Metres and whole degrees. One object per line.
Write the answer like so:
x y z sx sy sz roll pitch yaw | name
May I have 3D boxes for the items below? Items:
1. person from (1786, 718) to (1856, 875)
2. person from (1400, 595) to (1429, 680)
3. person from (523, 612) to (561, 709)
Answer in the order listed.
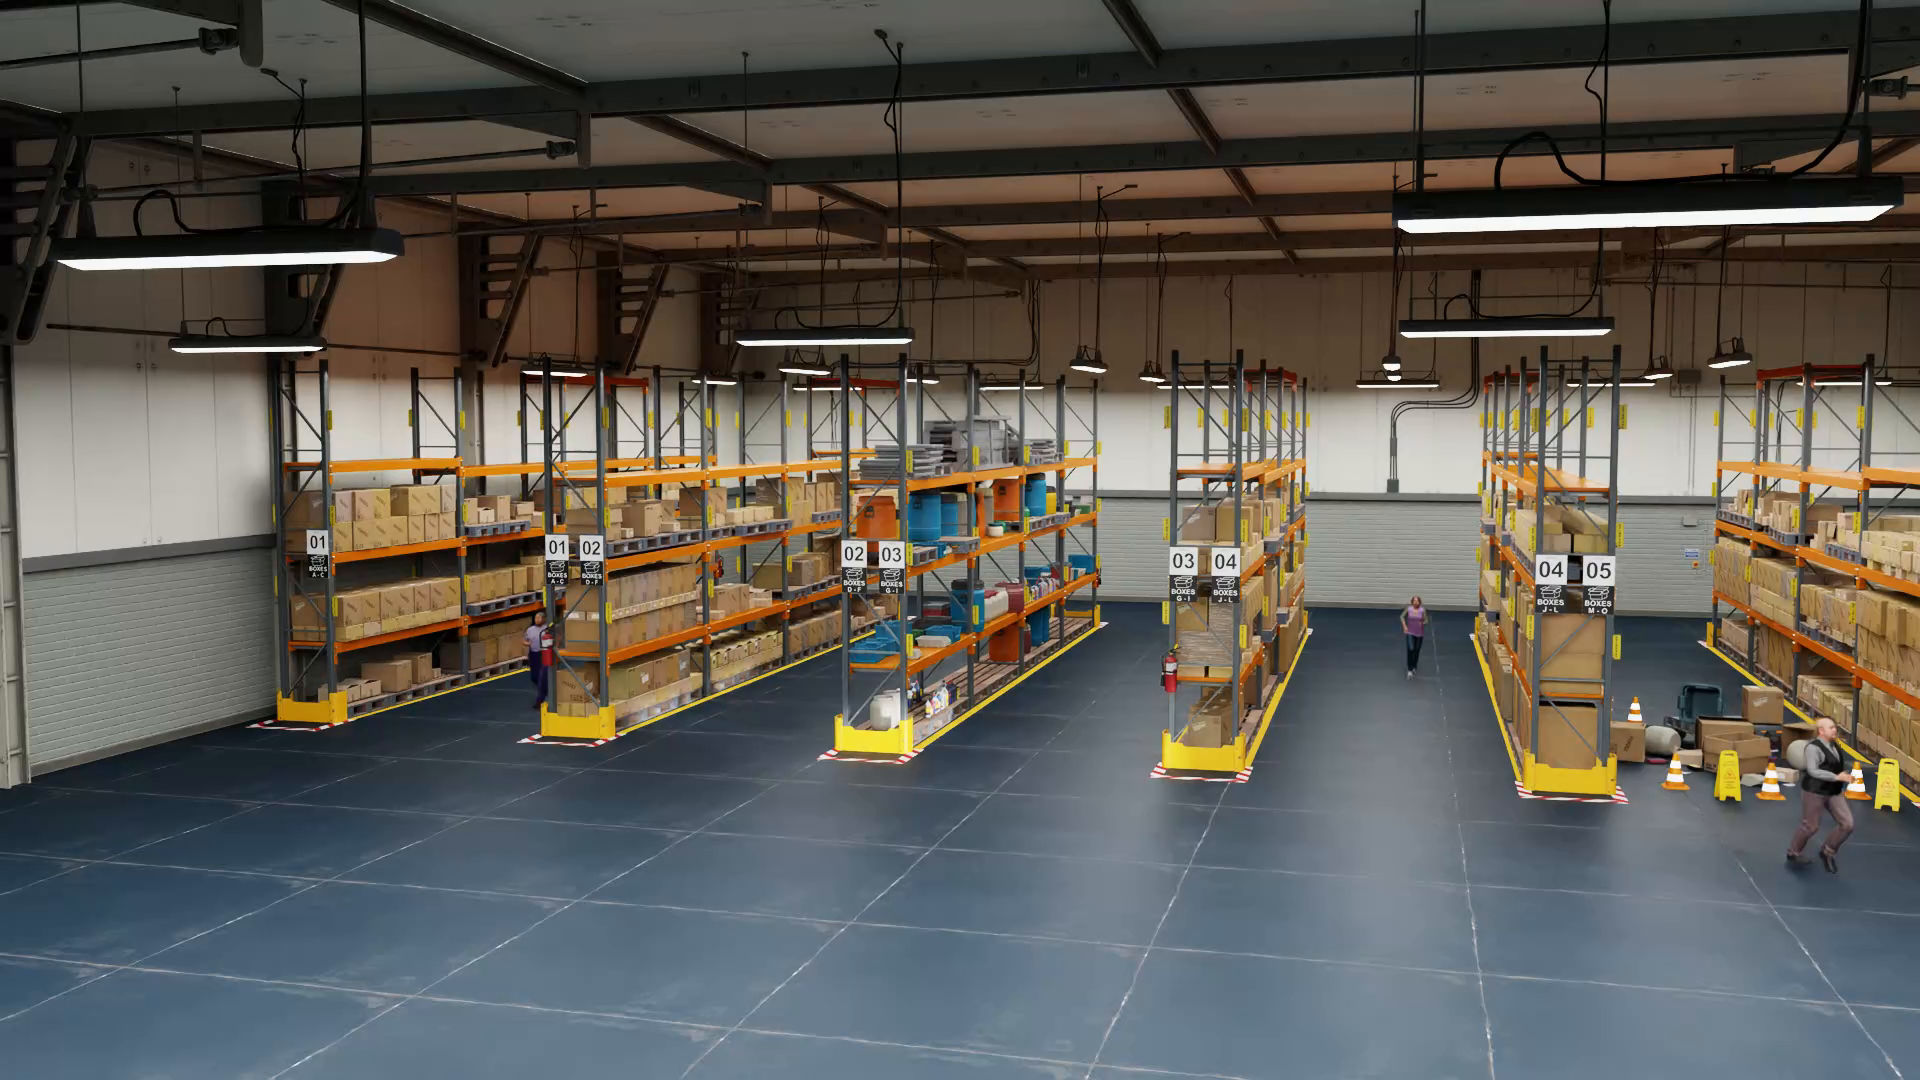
9.549 2.829 18.374 0.621 1.744 0.803 -2 5 -25 | person
8.839 1.884 32.331 0.517 1.639 0.714 1 4 9 | person
-7.345 2.072 29.108 0.607 1.632 0.941 1 4 8 | person
